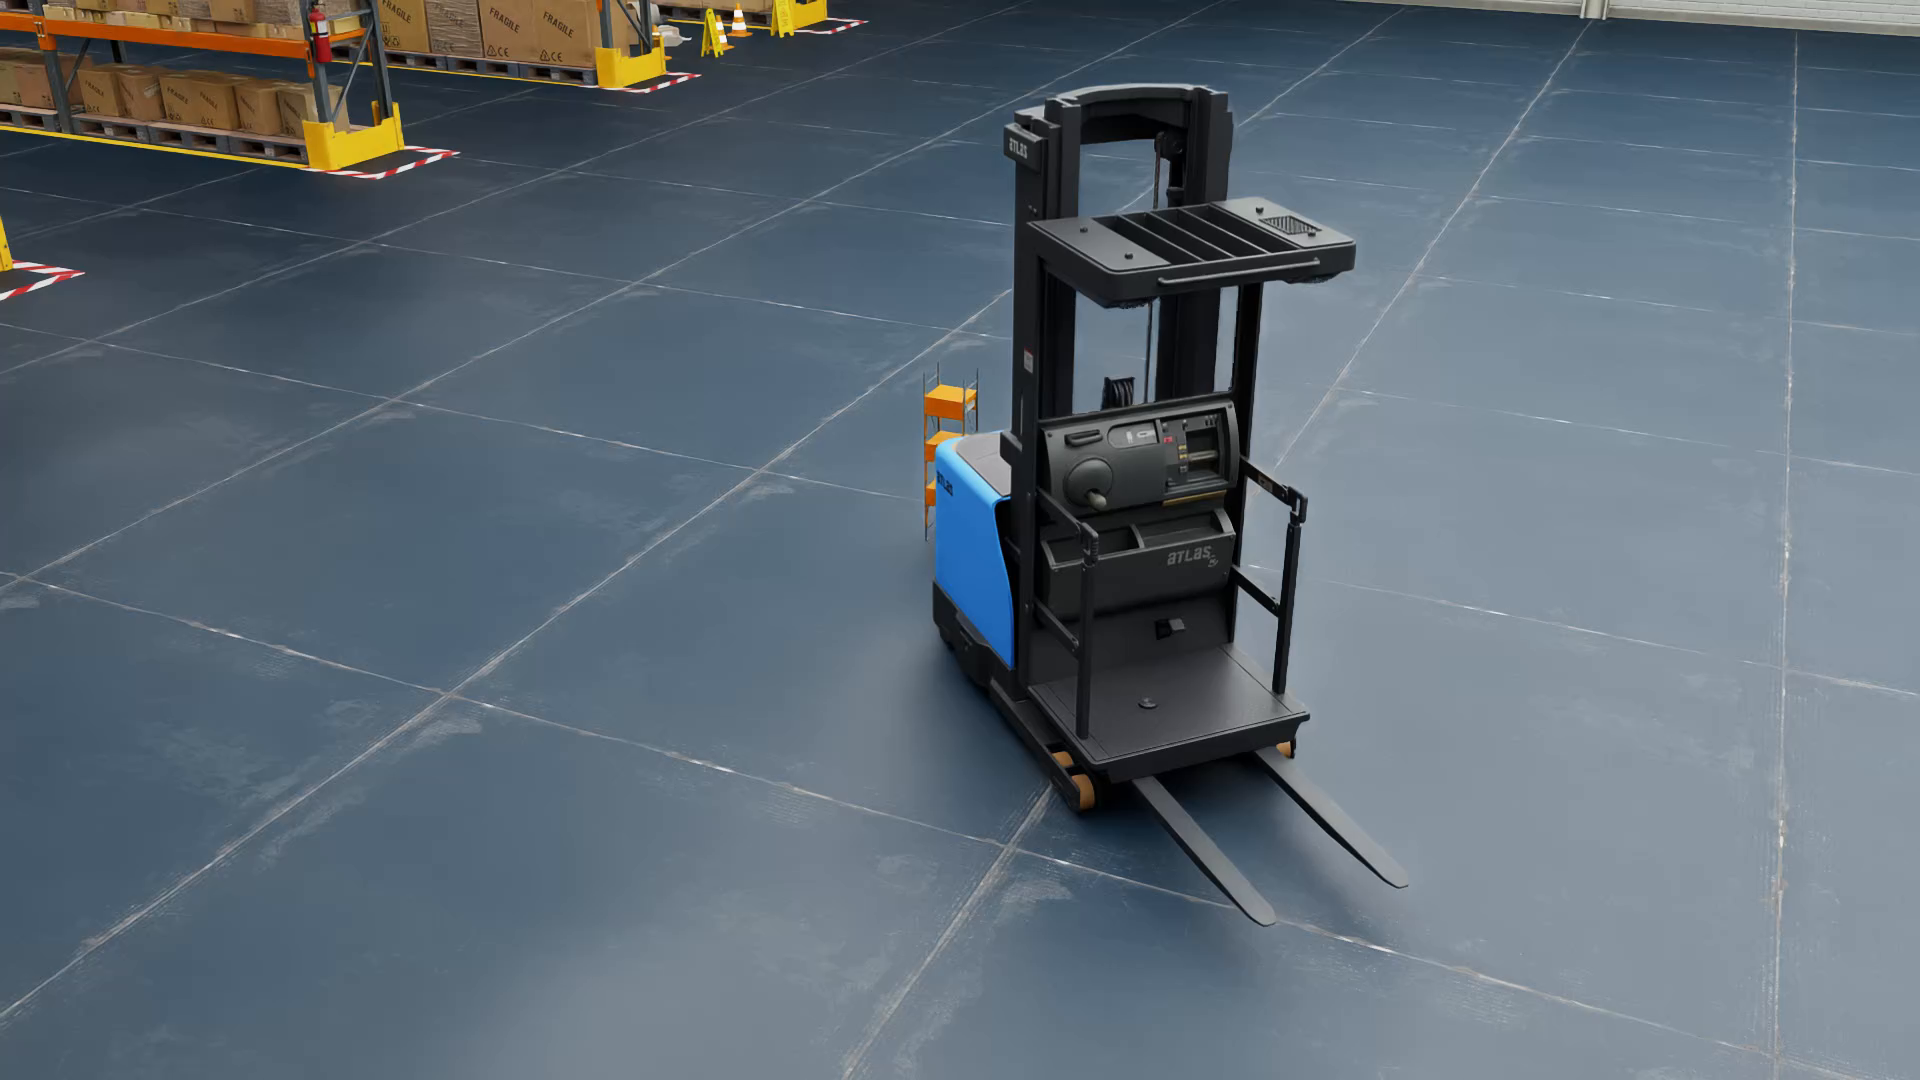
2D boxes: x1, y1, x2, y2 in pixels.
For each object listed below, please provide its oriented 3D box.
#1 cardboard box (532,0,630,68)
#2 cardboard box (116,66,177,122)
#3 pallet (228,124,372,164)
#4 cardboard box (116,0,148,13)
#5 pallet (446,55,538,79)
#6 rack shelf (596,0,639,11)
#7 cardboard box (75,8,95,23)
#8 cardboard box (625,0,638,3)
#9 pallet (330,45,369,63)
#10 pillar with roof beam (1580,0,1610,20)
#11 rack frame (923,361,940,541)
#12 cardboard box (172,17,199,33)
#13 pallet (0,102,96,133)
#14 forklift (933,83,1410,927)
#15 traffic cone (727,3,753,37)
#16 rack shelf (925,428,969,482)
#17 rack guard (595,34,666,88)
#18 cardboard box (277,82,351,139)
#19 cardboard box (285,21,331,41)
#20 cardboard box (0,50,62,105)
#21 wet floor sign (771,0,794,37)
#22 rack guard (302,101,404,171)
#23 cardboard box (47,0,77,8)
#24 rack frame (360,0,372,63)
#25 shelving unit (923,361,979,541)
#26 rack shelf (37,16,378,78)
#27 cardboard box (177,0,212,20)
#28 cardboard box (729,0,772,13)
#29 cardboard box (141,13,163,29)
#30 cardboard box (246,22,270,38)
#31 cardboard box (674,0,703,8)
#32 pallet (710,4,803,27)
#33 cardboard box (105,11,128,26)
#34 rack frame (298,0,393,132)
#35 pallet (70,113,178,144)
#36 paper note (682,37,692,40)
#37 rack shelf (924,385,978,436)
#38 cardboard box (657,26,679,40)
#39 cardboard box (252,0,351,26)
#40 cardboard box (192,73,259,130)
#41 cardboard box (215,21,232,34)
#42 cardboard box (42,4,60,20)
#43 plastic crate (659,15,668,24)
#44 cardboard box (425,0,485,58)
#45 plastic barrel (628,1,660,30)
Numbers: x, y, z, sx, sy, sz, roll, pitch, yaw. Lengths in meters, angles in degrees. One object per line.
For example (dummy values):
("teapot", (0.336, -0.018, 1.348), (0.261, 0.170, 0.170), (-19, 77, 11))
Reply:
("cardboard box", (-5.048, -6.845, 22.186), (0.875, 0.875, 0.875), (12, 28, 22))
("cardboard box", (-9.318, -5.144, 19.156), (0.500, 0.500, 0.500), (22, 34, 38))
("pallet", (-7.343, -4.462, 18.573), (1.213, 0.211, 1.003), (11, 28, 22))
("cardboard box", (-8.869, -6.182, 18.461), (0.500, 0.500, 0.875), (11, 28, 22))
("pallet", (-6.271, -6.599, 22.915), (1.213, 0.211, 1.003), (11, 28, 22))
("rack shelf", (-6.224, -7.555, 22.514), (4.000, 0.370, 1.077), (11, 28, 22))
("cardboard box", (-9.658, -5.909, 18.641), (0.250, 0.149, 0.380), (11, 28, 22))
("cardboard box", (-5.172, -8.898, 27.064), (0.500, 0.250, 0.500), (13, 29, 25))
("pallet", (-8.779, -7.103, 23.938), (1.213, 0.211, 1.003), (11, 28, 22))
("pillar with roof beam", (8.485, -10.774, 21.445), (0.400, 9.000, 9.100), (11, 28, 22))
("rack frame", (-0.160, -0.503, 9.583), (0.008, 1.050, 0.200), (11, 28, 22))
("cardboard box", (-8.303, -5.625, 18.063), (0.250, 0.149, 0.380), (11, 28, 22))
("pallet", (-10.899, -5.158, 19.988), (1.213, 0.211, 1.003), (11, 28, 22))
("forklift", (0.884, -0.331, 7.104), (1.130, 2.935, 3.031), (-10, 28, -20))
("traffic cone", (-3.372, -7.943, 25.359), (0.334, 0.463, 0.336), (11, 28, 22))
("rack shelf", (-0.049, -0.471, 9.543), (0.240, 0.259, 0.215), (11, 28, 22))
("rack guard", (-4.382, -6.386, 22.155), (0.348, 0.500, 1.175), (11, 28, 22))
("cardboard box", (-7.110, -4.724, 18.304), (0.500, 0.500, 0.500), (17, 31, 31))
("cardboard box", (-6.894, -5.393, 17.591), (0.250, 0.149, 0.380), (11, 28, 22))
("cardboard box", (-11.167, -5.559, 19.977), (0.500, 0.500, 0.700), (11, 28, 21))
("wet floor sign", (-2.717, -8.000, 25.268), (0.232, 0.644, 0.267), (23, 35, 39))
("rack guard", (-6.618, -4.429, 18.179), (0.348, 0.500, 1.175), (11, 28, 22))
("cardboard box", (-9.806, -6.339, 18.779), (0.500, 0.500, 0.875), (11, 28, 22))
("rack frame", (-8.045, -8.243, 23.097), (0.127, 3.000, 1.000), (11, 28, 22))
("shelving unit", (-0.049, -0.481, 9.538), (0.252, 1.050, 0.215), (11, 28, 22))
("rack shelf", (-8.369, -5.579, 18.500), (4.000, 0.370, 1.077), (11, 28, 22))
("cardboard box", (-7.980, -5.978, 18.046), (0.500, 0.500, 0.875), (11, 28, 22))
("cardboard box", (-3.316, -8.520, 26.296), (0.500, 0.250, 0.500), (11, 28, 22))
("cardboard box", (-8.748, -5.726, 18.268), (0.250, 0.149, 0.380), (11, 28, 22))
("cardboard box", (-7.370, -5.464, 17.736), (0.250, 0.149, 0.380), (11, 28, 22))
("cardboard box", (-4.241, -8.707, 26.676), (0.500, 0.250, 0.500), (10, 28, 20))
("pallet", (-3.241, -8.447, 26.667), (1.213, 0.211, 1.003), (11, 28, 22))
("cardboard box", (-9.216, -5.805, 18.429), (0.250, 0.149, 0.380), (11, 28, 22))
("rack frame", (-6.549, -5.536, 17.599), (0.127, 3.000, 1.000), (11, 28, 22))
("pallet", (-9.564, -4.908, 19.480), (1.213, 0.211, 1.003), (11, 28, 22))
("paper note", (-4.131, -7.561, 25.073), (0.142, 0.019, 0.148), (2, 26, 4))
("rack shelf", (-0.049, -0.726, 9.417), (0.240, 0.259, 0.215), (11, 28, 22))
("cardboard box", (-4.475, -7.669, 25.159), (0.380, 0.149, 0.250), (-18, 31, -31))
("cardboard box", (-7.038, -5.826, 17.738), (0.500, 0.500, 0.875), (11, 28, 22))
("cardboard box", (-8.231, -4.942, 18.746), (0.500, 0.500, 0.500), (14, 30, 27))
("cardboard box", (-7.802, -5.578, 17.968), (0.250, 0.149, 0.380), (11, 28, 22))
("cardboard box", (-10.119, -5.995, 18.814), (0.250, 0.149, 0.380), (11, 28, 22))
("plastic crate", (-4.998, -8.326, 26.570), (0.583, 0.080, 0.402), (2, 26, 4))
("cardboard box", (-6.679, -7.172, 22.852), (0.875, 0.875, 0.875), (12, 28, 22))
("plastic barrel", (-4.954, -8.134, 25.792), (0.512, 0.421, 0.421), (-12, 29, -23))
